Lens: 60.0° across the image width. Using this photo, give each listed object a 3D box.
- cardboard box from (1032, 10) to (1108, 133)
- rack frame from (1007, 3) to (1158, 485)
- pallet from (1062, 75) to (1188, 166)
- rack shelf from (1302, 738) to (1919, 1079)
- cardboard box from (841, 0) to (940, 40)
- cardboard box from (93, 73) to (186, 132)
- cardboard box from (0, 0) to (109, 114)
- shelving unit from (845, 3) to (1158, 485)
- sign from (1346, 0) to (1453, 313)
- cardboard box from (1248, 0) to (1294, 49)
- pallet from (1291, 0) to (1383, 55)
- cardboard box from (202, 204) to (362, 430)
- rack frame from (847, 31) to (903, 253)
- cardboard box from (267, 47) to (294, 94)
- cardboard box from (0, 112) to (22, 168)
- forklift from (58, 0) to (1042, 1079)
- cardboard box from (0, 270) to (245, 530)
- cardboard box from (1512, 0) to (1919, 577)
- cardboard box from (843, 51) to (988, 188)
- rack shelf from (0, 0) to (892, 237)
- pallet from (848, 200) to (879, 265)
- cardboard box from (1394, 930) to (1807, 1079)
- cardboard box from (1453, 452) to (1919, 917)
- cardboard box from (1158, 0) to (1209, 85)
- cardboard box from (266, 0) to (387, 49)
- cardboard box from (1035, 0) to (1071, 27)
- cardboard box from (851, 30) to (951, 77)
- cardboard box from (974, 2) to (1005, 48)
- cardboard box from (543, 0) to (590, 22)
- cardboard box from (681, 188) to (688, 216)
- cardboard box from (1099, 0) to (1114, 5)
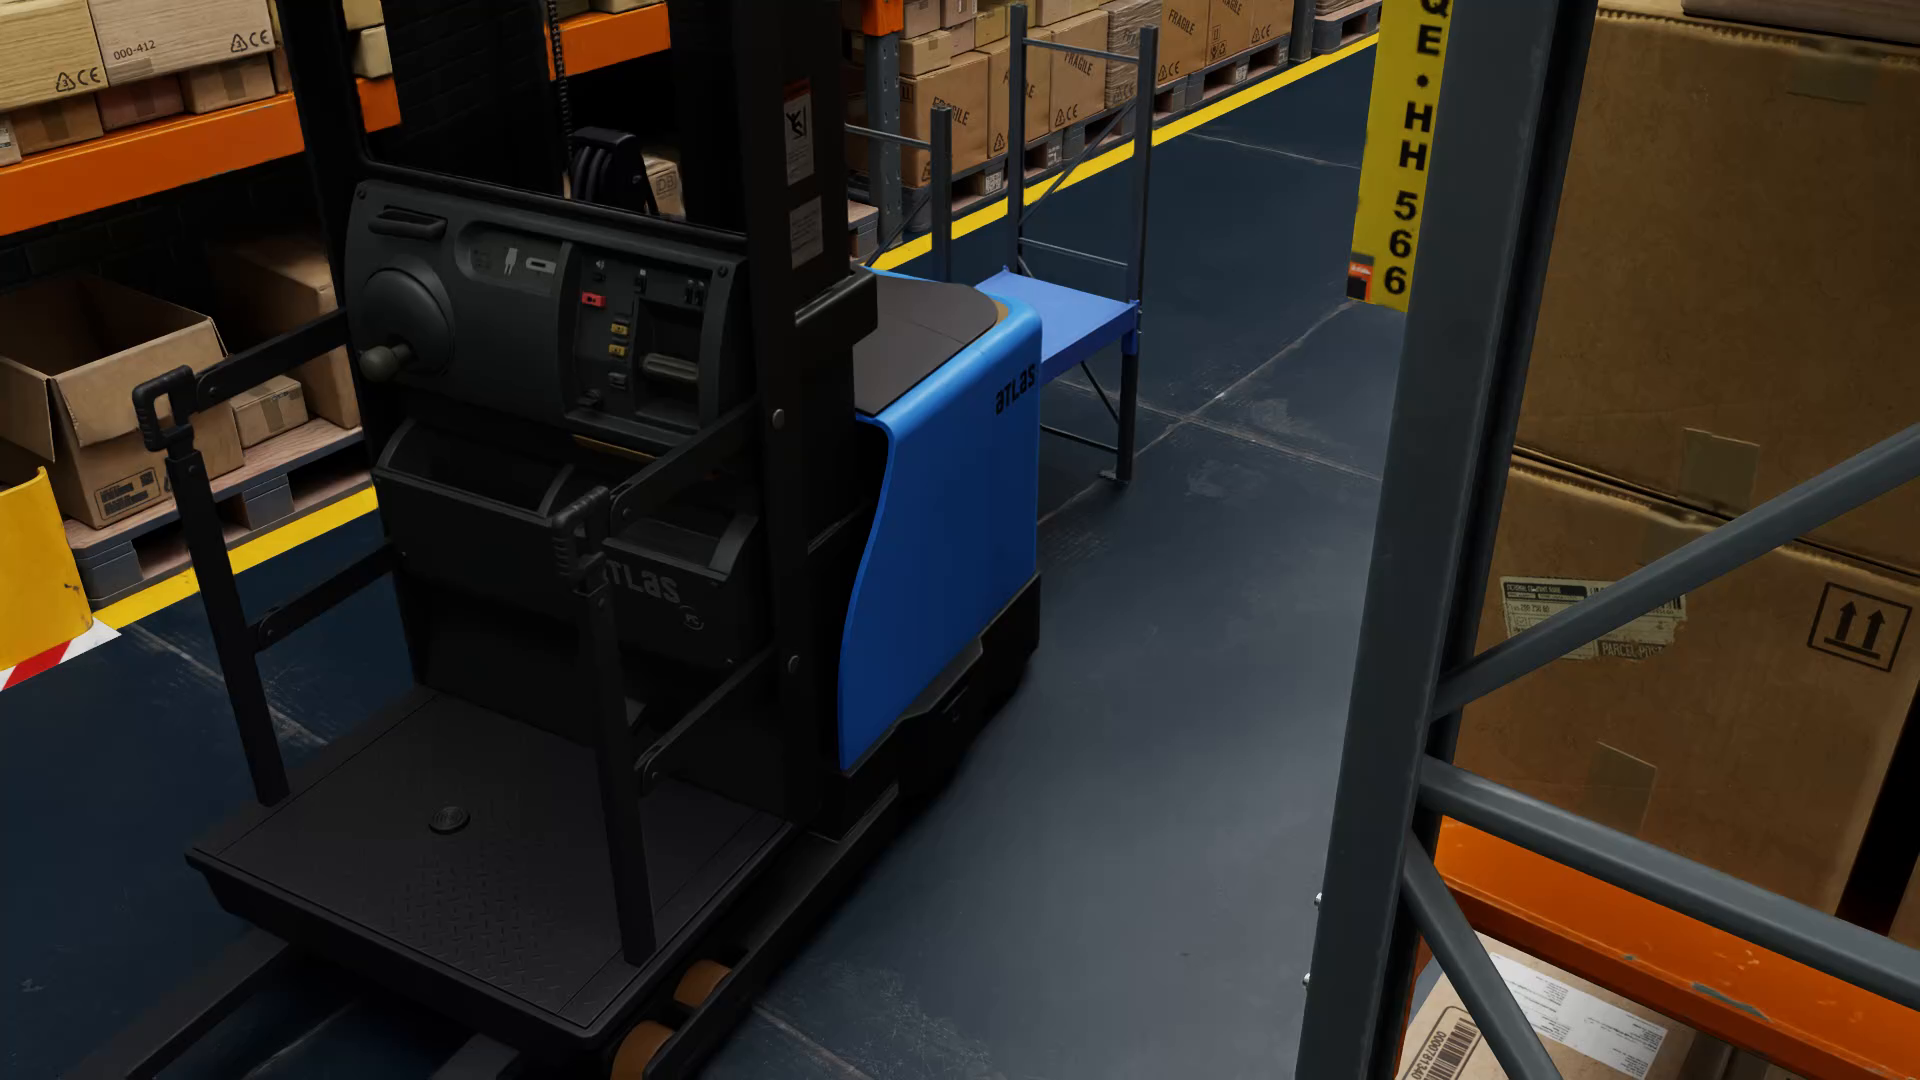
[{"bbox_3d":[0.397,-2.402,8.401,0.500,0.500,0.500,20,36,30],"label":"cardboard box"},{"bbox_3d":[0.364,-0.910,5.315,0.500,1.500,0.032,20,36,30],"label":"rack frame"},{"bbox_3d":[0.505,-2.389,9.075,1.003,0.211,1.213,21,37,31],"label":"pallet"},{"bbox_3d":[2.060,-0.100,3.183,1.077,0.370,4.000,21,37,31],"label":"rack shelf"},{"bbox_3d":[-0.312,-2.344,7.374,0.380,0.149,0.250,20,36,30],"label":"cardboard box"},{"bbox_3d":[-2.442,-1.299,4.746,0.380,0.149,0.250,21,36,31],"label":"cardboard box"},{"bbox_3d":[-2.618,-1.288,4.336,0.500,0.250,0.500,21,37,32],"label":"cardboard box"},{"bbox_3d":[0.066,-0.701,4.961,0.538,1.500,1.048,20,36,30],"label":"shelving unit"},{"bbox_3d":[0.428,-0.369,1.563,0.100,0.325,0.005,21,37,31],"label":"sign"},{"bbox_3d":[1.638,-3.242,9.818,0.500,0.500,0.500,22,37,33],"label":"cardboard box"},{"bbox_3d":[2.250,-3.498,10.945,1.003,0.211,1.213,21,37,31],"label":"pallet"},{"bbox_3d":[-2.115,-0.783,5.669,0.700,0.500,0.500,23,38,33],"label":"cardboard box"},{"bbox_3d":[-0.692,-2.749,6.946,1.000,3.000,0.127,21,37,31],"label":"rack frame"},{"bbox_3d":[-2.085,-1.493,5.073,0.380,0.149,0.250,22,37,32],"label":"cardboard box"},{"bbox_3d":[-2.690,-1.064,4.350,0.380,0.149,0.250,21,36,31],"label":"cardboard box"},{"bbox_3d":[-0.923,-0.390,3.034,1.130,2.935,3.031,15,34,24],"label":"forklift"},{"bbox_3d":[-2.662,-0.449,5.102,0.797,0.503,0.637,20,36,29],"label":"cardboard box"},{"bbox_3d":[0.954,-0.339,1.801,0.500,0.500,0.500,22,37,33],"label":"cardboard box"},{"bbox_3d":[-0.221,-1.981,7.691,0.500,0.500,0.500,23,38,33],"label":"cardboard box"},{"bbox_3d":[-1.900,-1.626,5.758,1.077,0.370,4.000,21,37,31],"label":"rack shelf"},{"bbox_3d":[-1.108,-1.270,7.186,1.003,0.211,1.213,21,37,31],"label":"pallet"},{"bbox_3d":[1.171,1.026,2.678,0.875,0.438,0.875,20,36,30],"label":"cardboard box"},{"bbox_3d":[0.933,0.083,2.070,0.500,0.500,0.500,21,37,32],"label":"cardboard box"},{"bbox_3d":[1.014,-2.828,9.120,0.500,0.500,0.500,23,38,33],"label":"cardboard box"},{"bbox_3d":[-2.011,-1.700,5.031,0.500,0.250,0.500,20,36,30],"label":"cardboard box"},{"bbox_3d":[0.323,-2.647,8.178,0.380,0.149,0.250,21,37,31],"label":"cardboard box"},{"bbox_3d":[-0.264,-2.197,7.419,0.380,0.149,0.250,23,38,33],"label":"cardboard box"},{"bbox_3d":[-0.012,-2.441,7.831,0.380,0.149,0.250,19,36,29],"label":"cardboard box"},{"bbox_3d":[-1.518,-1.926,5.805,0.380,0.149,0.250,22,37,32],"label":"cardboard box"},{"bbox_3d":[-1.010,-1.291,6.756,0.396,0.266,0.258,23,37,33],"label":"cardboard box"},{"bbox_3d":[0.614,-2.866,8.547,0.380,0.149,0.250,21,37,31],"label":"cardboard box"}]
